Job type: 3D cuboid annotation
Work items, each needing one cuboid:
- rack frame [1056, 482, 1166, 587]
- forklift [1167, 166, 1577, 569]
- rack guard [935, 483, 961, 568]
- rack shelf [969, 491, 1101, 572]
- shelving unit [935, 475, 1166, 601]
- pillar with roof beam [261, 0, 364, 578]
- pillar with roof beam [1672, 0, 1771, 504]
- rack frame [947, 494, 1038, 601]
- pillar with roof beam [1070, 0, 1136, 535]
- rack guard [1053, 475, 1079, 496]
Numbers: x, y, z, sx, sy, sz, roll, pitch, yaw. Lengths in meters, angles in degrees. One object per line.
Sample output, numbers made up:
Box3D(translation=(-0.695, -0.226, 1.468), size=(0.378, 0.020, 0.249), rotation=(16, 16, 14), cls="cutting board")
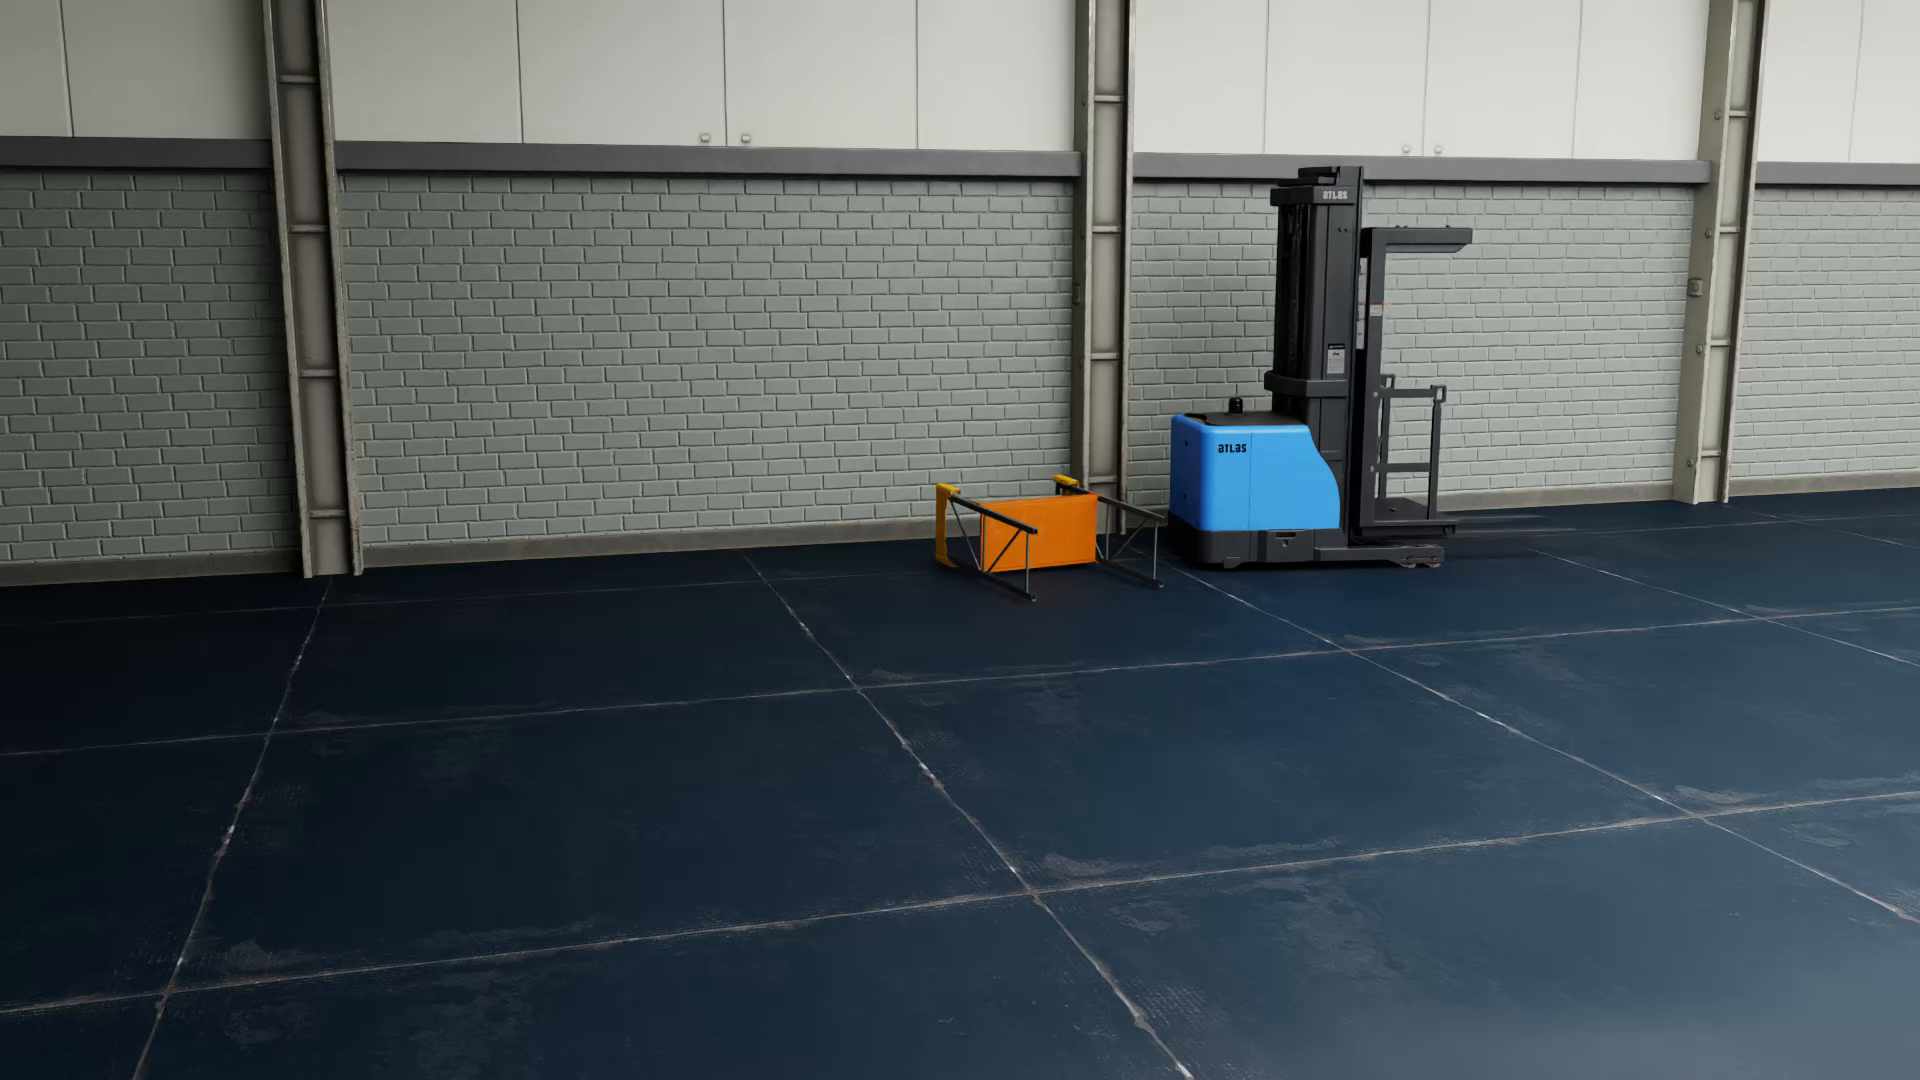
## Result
Box3D(translation=(1.081, -0.064, 12.221), size=(0.032, 0.500, 1.500), rotation=(-5, 14, -26), cls="rack frame")
Box3D(translation=(3.191, -1.325, 12.651), size=(3.031, 2.935, 1.130), rotation=(-1, 11, -7), cls="forklift")
Box3D(translation=(-0.090, -0.110, 12.334), size=(0.087, 0.587, 0.250), rotation=(-5, 14, -26), cls="rack guard")
Box3D(translation=(0.546, -0.059, 12.157), size=(1.000, 0.538, 0.185), rotation=(-5, 14, -26), cls="rack shelf")
Box3D(translation=(0.633, -0.024, 12.004), size=(1.083, 0.587, 1.500), rotation=(-5, 14, -26), cls="shelving unit")
Box3D(translation=(-3.408, -3.438, 7.368), size=(0.400, 9.000, 9.100), rotation=(-3, 11, -16), cls="pillar with roof beam")
Box3D(translation=(8.114, -4.045, 10.667), size=(0.400, 9.000, 9.100), rotation=(-3, 11, -16), cls="pillar with roof beam")
Box3D(translation=(0.169, 0.018, 11.779), size=(0.032, 0.500, 1.500), rotation=(-5, 14, -26), cls="rack frame")
Box3D(translation=(2.353, -3.742, 9.017), size=(0.400, 9.000, 9.100), rotation=(-3, 11, -16), cls="pillar with roof beam")
Box3D(translation=(0.804, -0.189, 12.767), size=(0.087, 0.587, 0.250), rotation=(-5, 14, -26), cls="rack guard")
